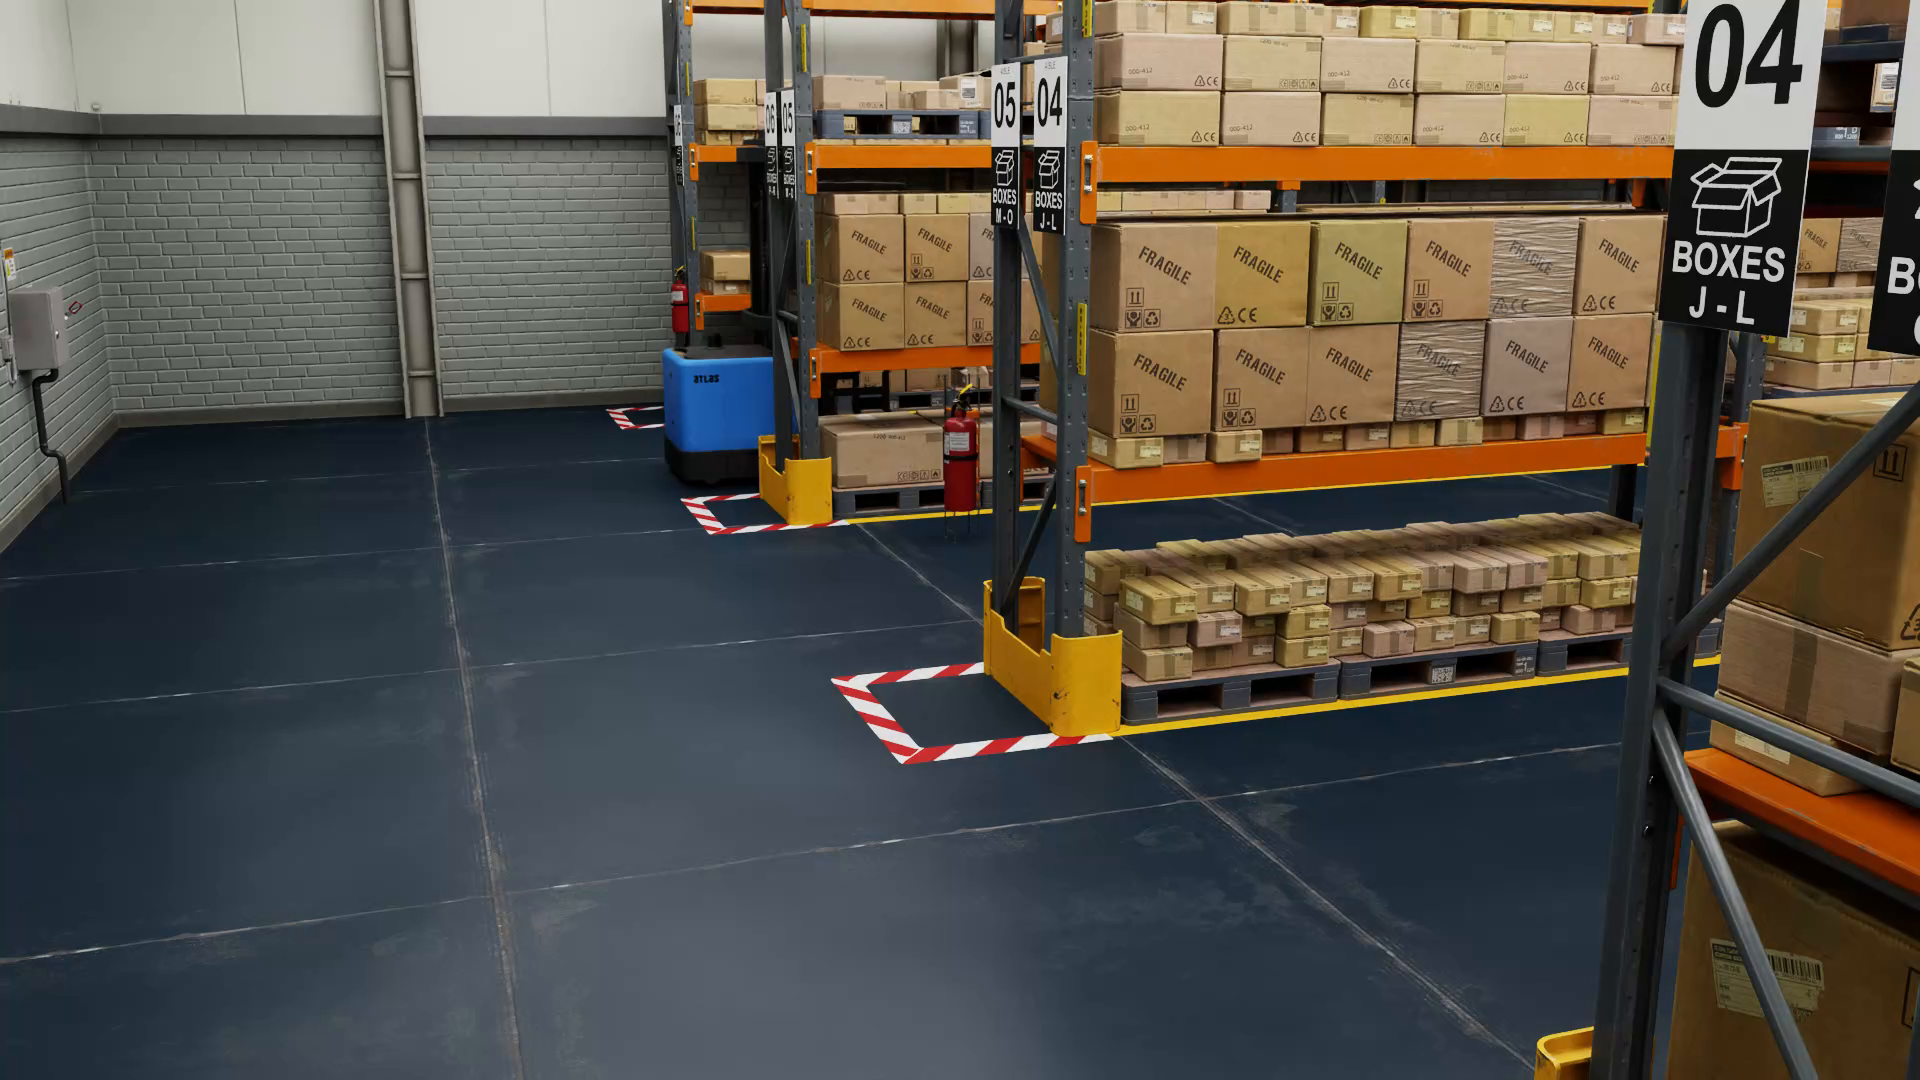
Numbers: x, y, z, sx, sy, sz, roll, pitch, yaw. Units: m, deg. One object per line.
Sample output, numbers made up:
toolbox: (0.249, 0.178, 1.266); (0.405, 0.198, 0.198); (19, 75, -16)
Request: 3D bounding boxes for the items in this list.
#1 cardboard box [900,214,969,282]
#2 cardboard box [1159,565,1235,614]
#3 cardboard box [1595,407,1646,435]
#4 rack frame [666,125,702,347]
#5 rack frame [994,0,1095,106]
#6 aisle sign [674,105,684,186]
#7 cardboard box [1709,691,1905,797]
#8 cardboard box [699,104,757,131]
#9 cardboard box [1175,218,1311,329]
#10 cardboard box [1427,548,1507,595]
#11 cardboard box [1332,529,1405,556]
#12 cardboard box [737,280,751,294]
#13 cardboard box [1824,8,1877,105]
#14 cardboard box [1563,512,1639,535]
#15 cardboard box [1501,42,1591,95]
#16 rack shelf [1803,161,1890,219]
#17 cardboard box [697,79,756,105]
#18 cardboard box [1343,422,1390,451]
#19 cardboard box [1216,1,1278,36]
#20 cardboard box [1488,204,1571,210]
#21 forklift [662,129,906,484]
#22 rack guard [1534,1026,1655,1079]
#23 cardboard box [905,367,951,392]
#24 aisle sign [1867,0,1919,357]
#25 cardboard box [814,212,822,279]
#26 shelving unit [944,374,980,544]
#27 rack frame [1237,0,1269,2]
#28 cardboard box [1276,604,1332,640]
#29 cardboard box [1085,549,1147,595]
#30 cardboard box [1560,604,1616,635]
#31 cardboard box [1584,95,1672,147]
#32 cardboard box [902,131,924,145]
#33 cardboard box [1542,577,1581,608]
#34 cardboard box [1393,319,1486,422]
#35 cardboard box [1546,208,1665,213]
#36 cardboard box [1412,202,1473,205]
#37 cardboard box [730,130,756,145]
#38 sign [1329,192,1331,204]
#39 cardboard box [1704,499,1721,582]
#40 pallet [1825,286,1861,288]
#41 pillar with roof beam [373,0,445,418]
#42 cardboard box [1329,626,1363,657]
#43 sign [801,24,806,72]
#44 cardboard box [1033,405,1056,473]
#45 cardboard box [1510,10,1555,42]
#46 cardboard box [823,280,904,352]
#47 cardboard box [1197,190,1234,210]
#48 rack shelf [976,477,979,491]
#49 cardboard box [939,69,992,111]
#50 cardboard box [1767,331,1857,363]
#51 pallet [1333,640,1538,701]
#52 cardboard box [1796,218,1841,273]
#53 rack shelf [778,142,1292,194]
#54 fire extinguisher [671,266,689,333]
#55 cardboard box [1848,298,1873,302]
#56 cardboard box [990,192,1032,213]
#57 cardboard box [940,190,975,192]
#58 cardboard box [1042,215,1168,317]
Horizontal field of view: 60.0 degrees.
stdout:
cardboard box: (-0.253, -2.254, 12.761); (0.500, 0.500, 0.500); (-5, 14, -20)
cardboard box: (1.216, 0.254, 8.561); (0.250, 0.149, 0.380); (-4, 14, -17)
cardboard box: (3.502, -0.679, 9.060); (0.250, 0.149, 0.380); (-4, 14, -16)
rack frame: (-2.873, -2.795, 17.411); (0.127, 3.000, 1.000); (-4, 14, -18)
rack frame: (0.388, -3.547, 7.608); (0.127, 3.000, 1.000); (-4, 14, -18)
aisle sign: (-2.844, -3.990, 16.818); (0.004, 0.787, 0.394); (-4, 14, -18)
cardboard box: (2.107, 0.491, 4.141); (0.250, 0.149, 0.380); (-4, 14, -17)
cardboard box: (-2.365, -4.299, 16.933); (0.500, 0.250, 0.500); (-5, 14, -19)
cardboard box: (1.375, -1.322, 8.198); (0.500, 0.500, 0.500); (-4, 14, -16)
cardboard box: (2.712, 0.165, 8.933); (0.250, 0.149, 0.380); (-5, 14, -20)
cardboard box: (2.298, 0.059, 9.379); (0.250, 0.149, 0.380); (-4, 14, -18)
cardboard box: (-2.248, -2.666, 17.411); (0.250, 0.149, 0.380); (-4, 14, -17)
cardboard box: (4.574, -2.640, 9.153); (0.500, 0.500, 0.700); (-4, 14, -18)
cardboard box: (3.787, -0.050, 9.840); (0.250, 0.149, 0.380); (-4, 14, -16)
cardboard box: (2.834, -2.388, 8.462); (0.500, 0.250, 0.500); (-4, 14, -16)
rack shelf: (3.770, -0.790, 4.055); (4.000, 0.370, 1.077); (-4, 14, -18)
cardboard box: (-2.372, -4.547, 16.895); (0.500, 0.250, 0.500); (-5, 14, -19)
cardboard box: (2.010, -0.570, 8.600); (0.250, 0.149, 0.380); (-5, 14, -19)
cardboard box: (1.296, -2.445, 7.839); (0.250, 0.149, 0.380); (-4, 14, -18)
cardboard box: (4.933, -2.662, 14.474); (0.500, 0.500, 0.500); (-4, 14, -18)
forklift: (-1.048, -2.076, 14.537); (3.031, 2.935, 1.130); (-4, 14, -18)
rack guard: (1.852, 1.685, 3.980); (0.348, 0.500, 1.175); (-4, 14, -18)
cardboard box: (-0.456, -1.939, 18.306); (0.500, 0.500, 0.700); (-5, 14, -20)
aisle sign: (1.902, -0.727, 3.098); (0.004, 0.787, 0.394); (-4, 14, -18)
cardboard box: (-0.905, -2.329, 13.077); (0.500, 0.500, 0.500); (-4, 14, -16)
shelving unit: (0.014, -0.585, 12.008); (0.189, 1.200, 0.258); (-4, 14, -18)
rack frame: (2.505, -4.920, 13.382); (0.127, 3.000, 1.000); (-4, 14, -18)
cardboard box: (1.726, 0.387, 8.645); (0.250, 0.149, 0.380); (-4, 14, -16)
cardboard box: (0.809, 0.170, 8.913); (0.250, 0.149, 0.380); (-4, 14, -17)
cardboard box: (3.414, 0.397, 9.244); (0.250, 0.149, 0.380); (-5, 14, -20)
cardboard box: (3.323, -2.180, 8.669); (0.500, 0.250, 0.500); (-4, 14, -18)
cardboard box: (-0.552, -4.250, 17.590); (0.250, 0.149, 0.380); (-4, 14, -17)
cardboard box: (3.213, 0.251, 9.218); (0.250, 0.149, 0.380); (-4, 14, -18)
cardboard box: (2.350, -0.912, 8.635); (0.500, 0.500, 0.500); (-5, 14, -20)
cardboard box: (3.674, -1.624, 9.467); (0.500, 0.500, 0.500); (-4, 14, -17)
cardboard box: (4.309, -2.739, 14.800); (0.500, 0.500, 0.500); (-4, 14, -17)
cardboard box: (-2.256, -4.130, 17.083); (0.250, 0.149, 0.380); (-4, 14, -17)
sign: (4.529, -4.070, 20.270); (0.005, 0.325, 0.100); (-4, 14, -18)
cardboard box: (4.801, -0.022, 10.246); (0.500, 0.500, 0.500); (-5, 14, -19)
pallet: (8.159, -2.359, 15.992); (1.213, 0.211, 1.003); (-4, 14, -18)
pillar with roof beam: (-4.343, -4.768, 12.742); (0.400, 9.000, 9.100); (-4, 14, -18)
cardboard box: (1.931, 0.494, 8.837); (0.250, 0.149, 0.380); (-4, 14, -18)
sign: (-1.115, -3.507, 11.864); (0.005, 0.325, 0.100); (-4, 14, -18)
cardboard box: (1.027, -0.871, 13.950); (0.875, 0.438, 0.875); (-5, 14, -20)
cardboard box: (2.753, -2.563, 8.336); (0.250, 0.149, 0.380); (-5, 14, -18)
cardboard box: (-0.740, -1.728, 12.708); (0.500, 0.500, 0.500); (-5, 14, -19)
cardboard box: (2.030, -2.764, 13.503); (0.250, 0.149, 0.380); (-4, 14, -17)
rack shelf: (0.014, -0.425, 12.046); (0.180, 0.103, 0.258); (-4, 14, -18)
cardboard box: (0.148, -3.475, 12.857); (0.500, 0.311, 0.500); (-4, 14, -17)
cardboard box: (4.699, -1.079, 9.188); (0.250, 0.149, 0.380); (-4, 14, -17)
pallet: (2.396, 0.581, 9.243); (1.213, 0.211, 1.003); (-4, 14, -18)
cardboard box: (7.789, -2.758, 15.488); (0.500, 0.500, 0.500); (-4, 14, -17)
rack shelf: (0.609, -2.964, 13.192); (4.000, 0.370, 1.077); (-4, 14, -18)
fire extinguisher: (-2.865, -2.464, 16.991); (0.183, 0.674, 0.296); (-4, 14, -18)
cardboard box: (5.206, -1.264, 9.323); (0.250, 0.149, 0.380); (-4, 14, -18)
cardboard box: (0.373, -2.615, 12.877); (0.250, 0.149, 0.380); (-4, 14, -18)
cardboard box: (-0.037, -2.702, 13.244); (0.250, 0.149, 0.380); (-5, 14, -19)
cardboard box: (0.743, -1.397, 8.512); (0.500, 0.500, 0.500); (-5, 14, -19)
